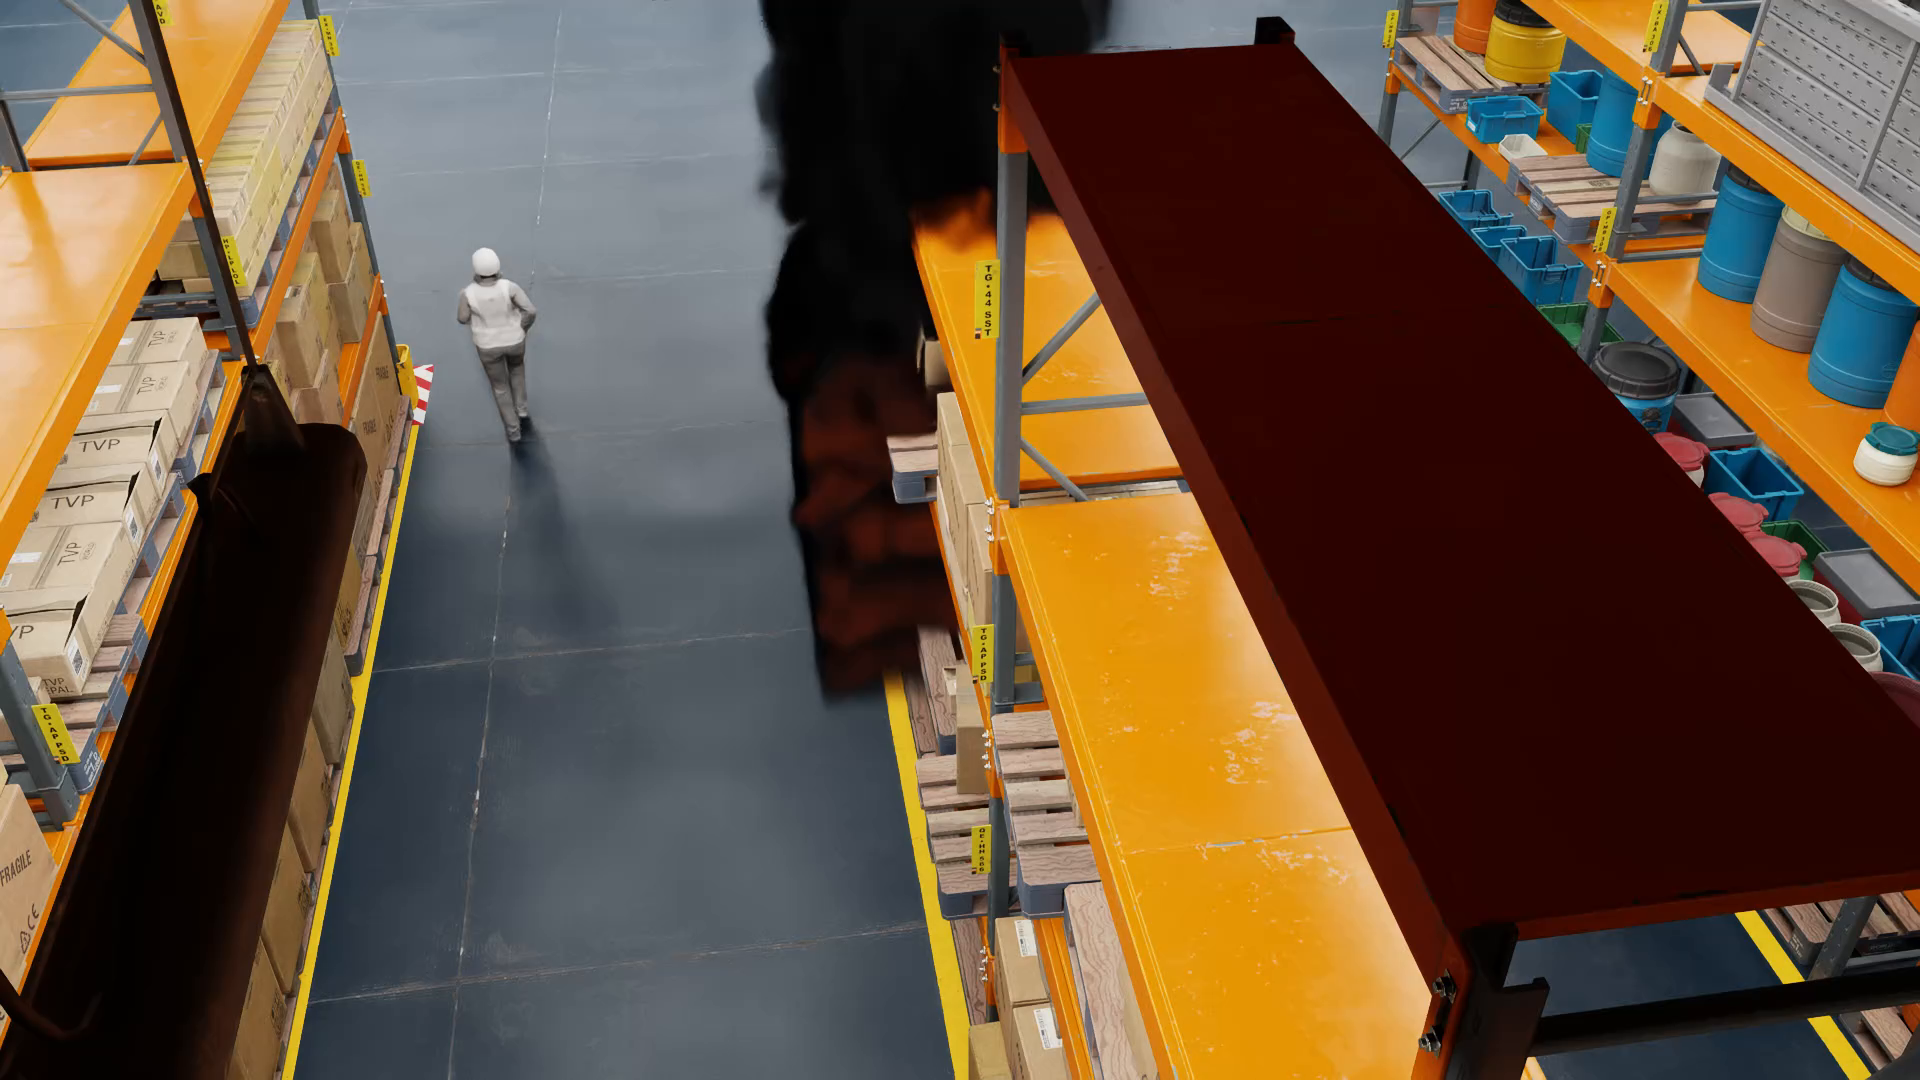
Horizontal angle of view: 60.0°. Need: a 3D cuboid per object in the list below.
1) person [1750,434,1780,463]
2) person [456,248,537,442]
[{"bbox_3d":[6.277,-0.694,13.045,0.522,1.636,0.700,-8,37,-10],"label":"person"},{"bbox_3d":[-3.934,-1.681,14.255,0.638,1.830,0.727,-14,39,-19],"label":"person"}]
